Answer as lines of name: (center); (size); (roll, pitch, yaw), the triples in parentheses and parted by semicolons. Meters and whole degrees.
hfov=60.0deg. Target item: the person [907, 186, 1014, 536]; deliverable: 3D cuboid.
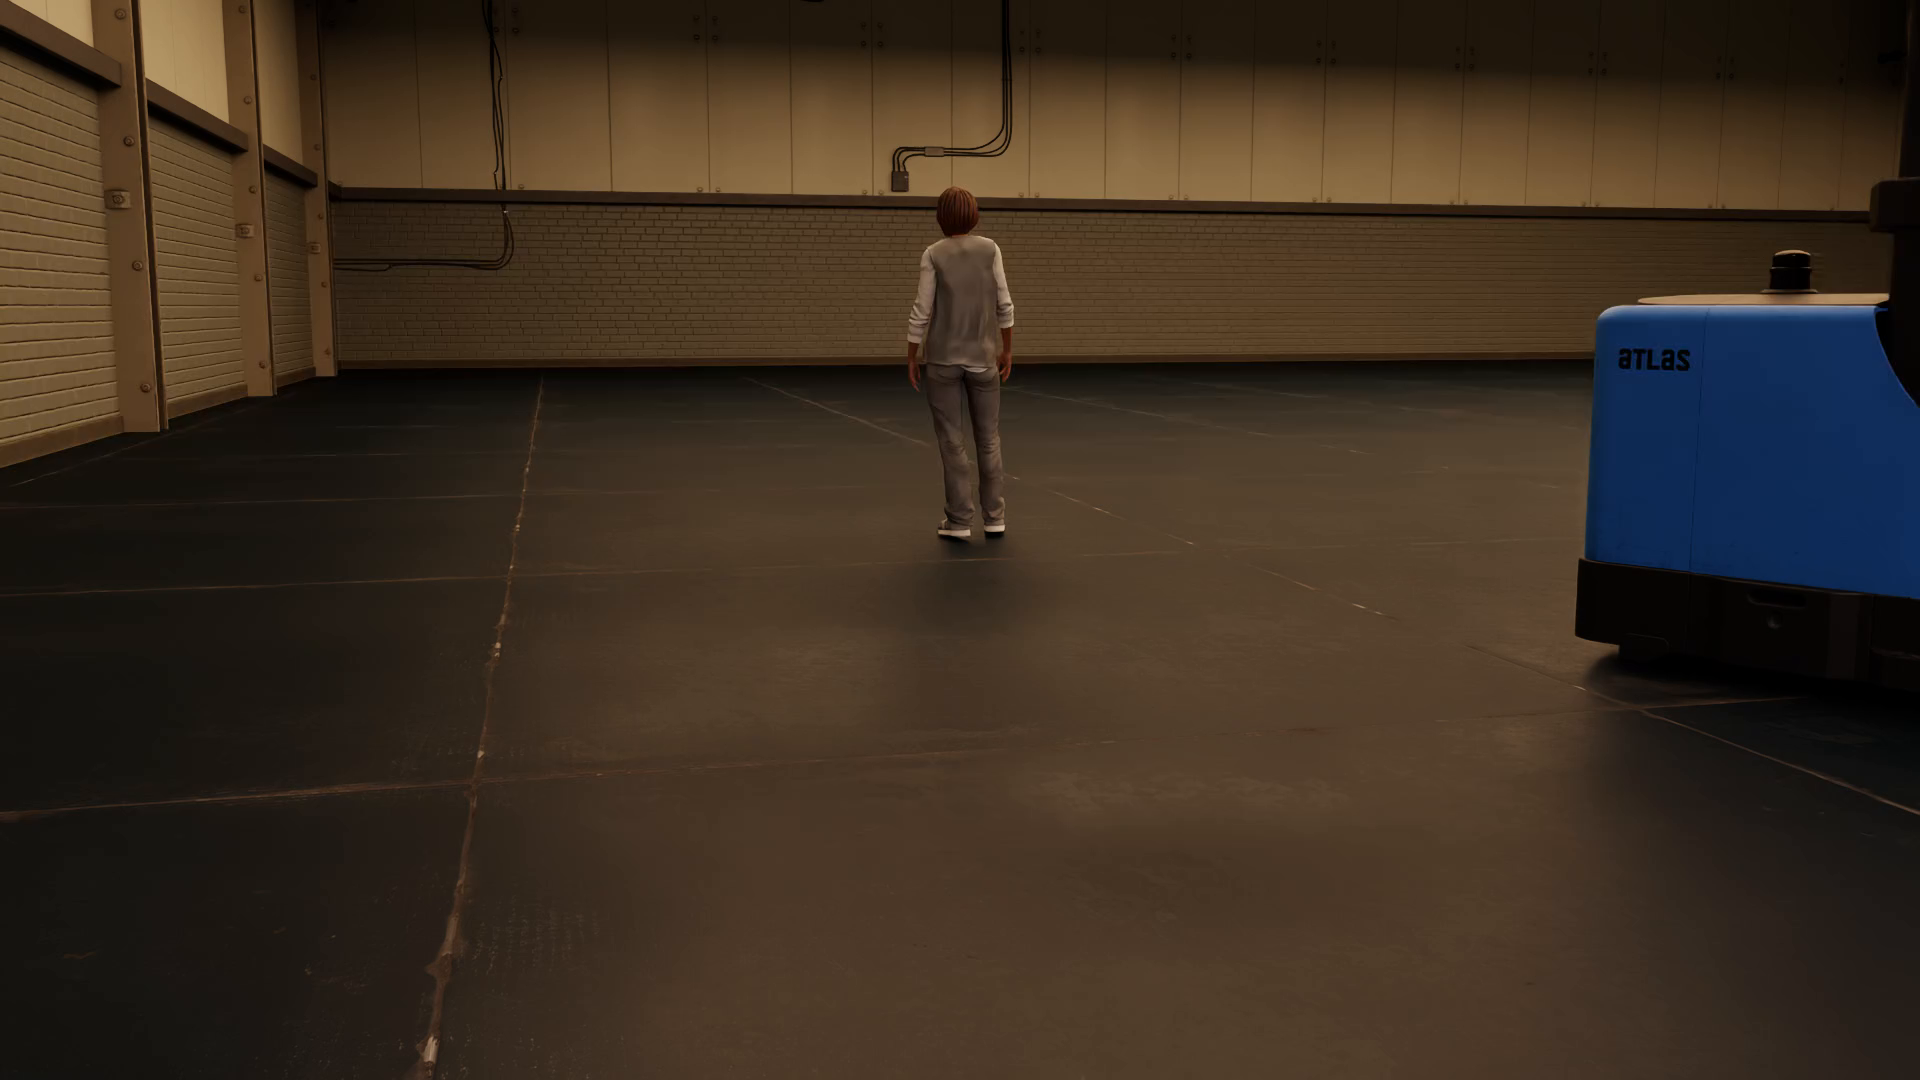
person: (-0.003, -0.809, 7.669); (0.520, 1.597, 0.475); (-2, 8, -13)

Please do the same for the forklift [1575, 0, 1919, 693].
forklift: (3.256, -0.981, 4.146); (1.130, 2.935, 3.031); (-7, 11, -42)
